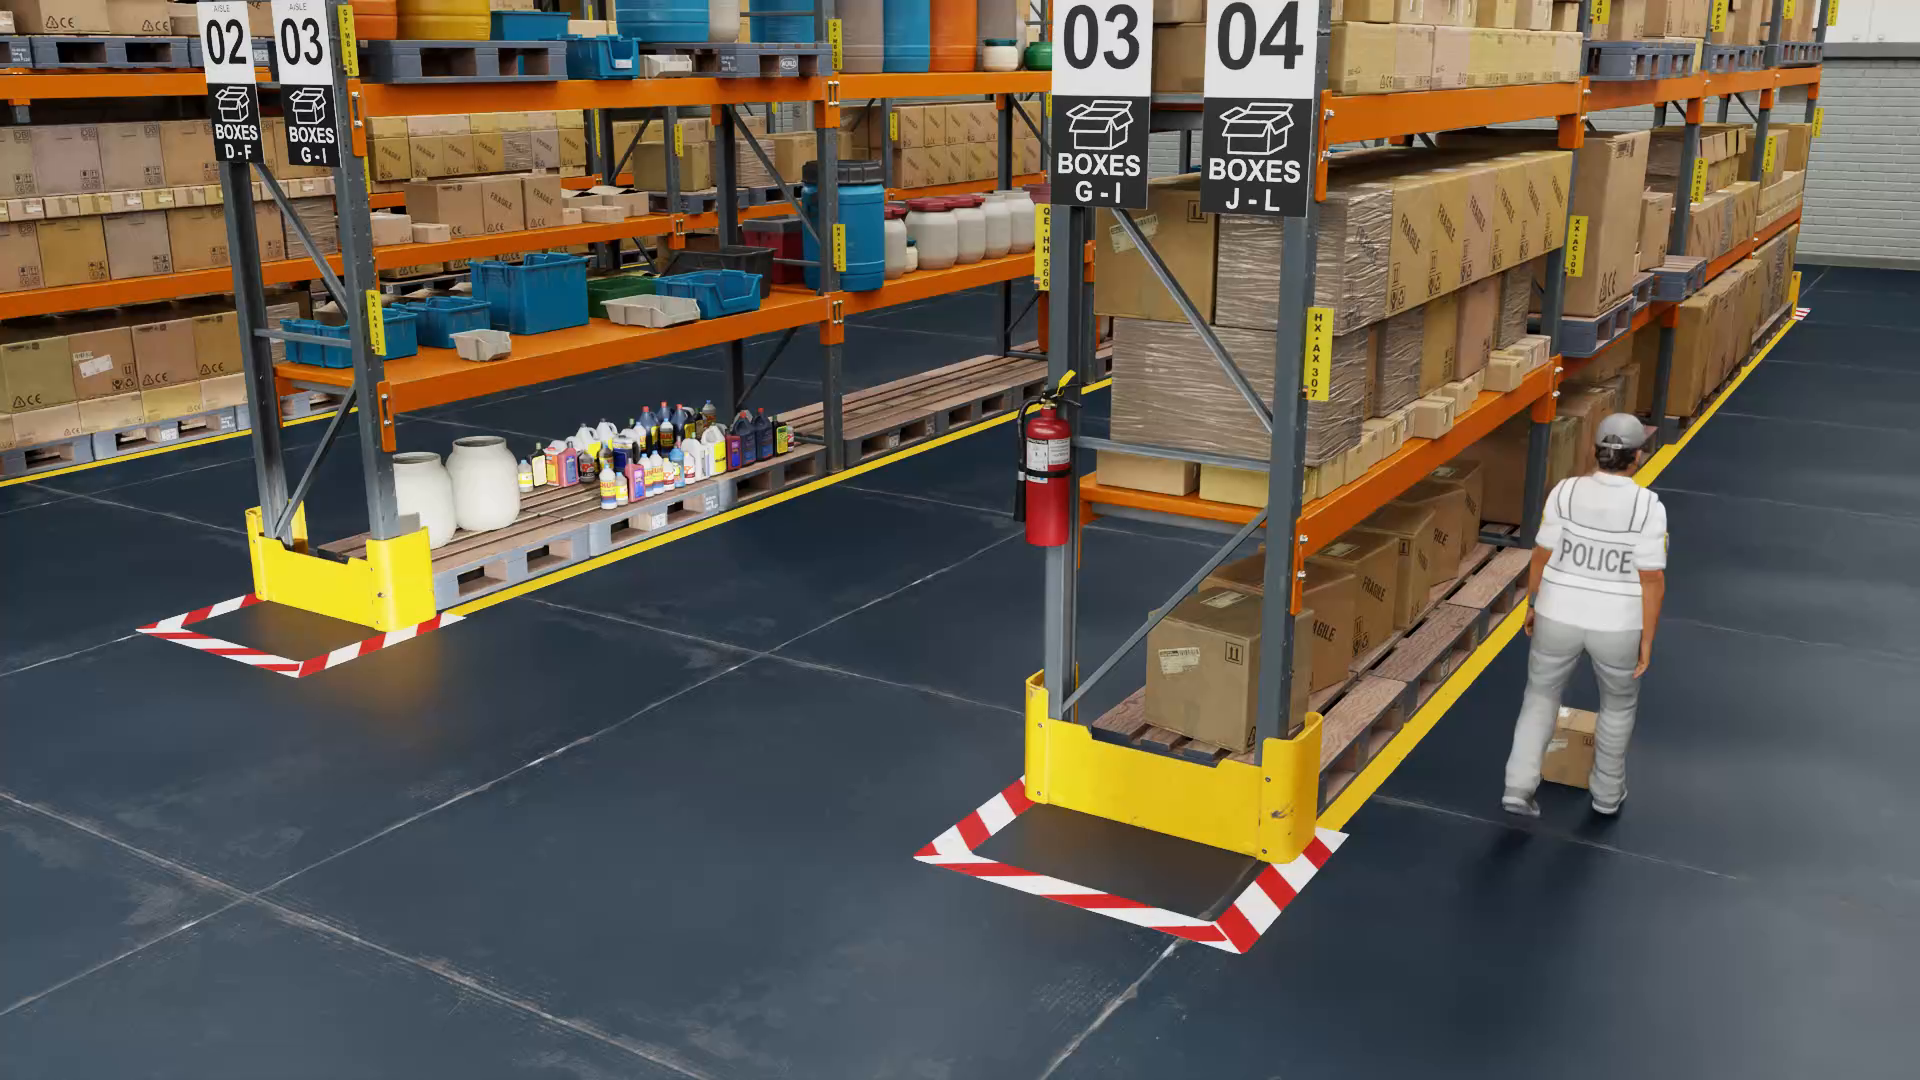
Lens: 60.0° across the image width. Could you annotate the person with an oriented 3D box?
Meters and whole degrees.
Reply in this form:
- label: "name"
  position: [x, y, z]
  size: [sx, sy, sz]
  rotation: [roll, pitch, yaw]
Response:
- label: "person"
  position: [2.443, 0.309, 6.424]
  size: [0.501, 1.643, 0.723]
  rotation: [8, 18, 27]
